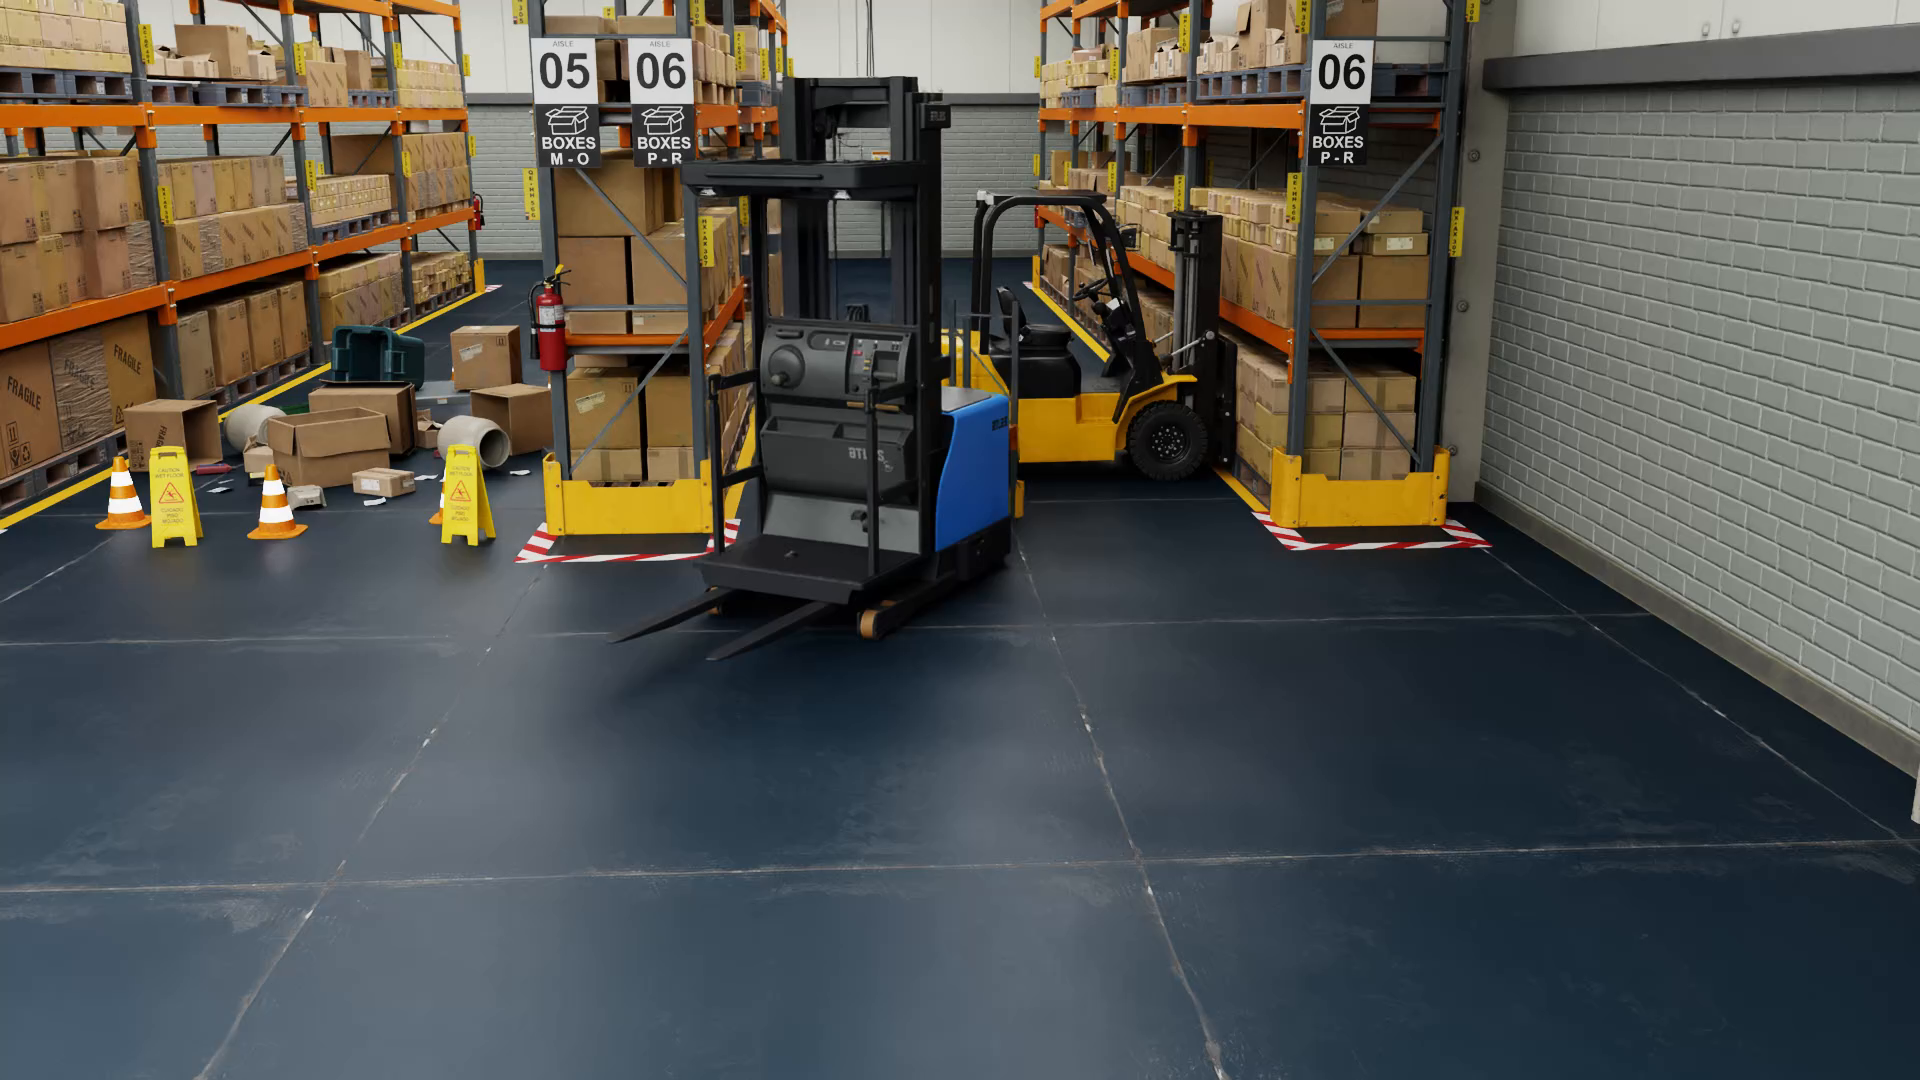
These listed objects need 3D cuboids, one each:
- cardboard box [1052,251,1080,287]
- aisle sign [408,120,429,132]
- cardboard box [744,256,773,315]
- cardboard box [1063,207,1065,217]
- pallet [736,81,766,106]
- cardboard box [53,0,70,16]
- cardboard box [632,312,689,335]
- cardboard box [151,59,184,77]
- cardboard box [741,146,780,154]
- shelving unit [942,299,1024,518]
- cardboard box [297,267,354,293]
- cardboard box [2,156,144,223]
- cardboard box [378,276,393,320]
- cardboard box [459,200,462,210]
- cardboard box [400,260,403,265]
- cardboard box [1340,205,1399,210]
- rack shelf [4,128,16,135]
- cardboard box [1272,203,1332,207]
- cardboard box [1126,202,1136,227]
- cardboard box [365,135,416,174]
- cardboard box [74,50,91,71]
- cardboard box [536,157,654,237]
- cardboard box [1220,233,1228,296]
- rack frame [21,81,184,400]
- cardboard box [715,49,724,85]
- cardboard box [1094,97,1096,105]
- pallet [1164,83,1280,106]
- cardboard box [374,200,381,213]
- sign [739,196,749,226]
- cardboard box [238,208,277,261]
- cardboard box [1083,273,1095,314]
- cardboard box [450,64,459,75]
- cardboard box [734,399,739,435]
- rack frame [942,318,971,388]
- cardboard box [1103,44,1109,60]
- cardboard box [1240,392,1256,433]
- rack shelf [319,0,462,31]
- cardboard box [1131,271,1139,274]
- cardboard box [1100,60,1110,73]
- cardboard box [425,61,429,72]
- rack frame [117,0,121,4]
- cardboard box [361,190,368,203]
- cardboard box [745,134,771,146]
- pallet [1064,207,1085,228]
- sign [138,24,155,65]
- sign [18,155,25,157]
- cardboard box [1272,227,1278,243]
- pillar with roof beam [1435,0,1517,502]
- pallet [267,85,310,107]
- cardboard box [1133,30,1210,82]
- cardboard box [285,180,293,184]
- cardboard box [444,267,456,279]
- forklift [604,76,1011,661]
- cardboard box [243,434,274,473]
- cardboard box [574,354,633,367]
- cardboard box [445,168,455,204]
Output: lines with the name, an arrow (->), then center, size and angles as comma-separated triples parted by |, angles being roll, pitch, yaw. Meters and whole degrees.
cardboard box -> 1.655, -4.066, 24.981 | 0.500, 0.500, 0.500 | -1, 14, -2
aisle sign -> -8.427, -6.666, 25.697 | 0.394, 0.787, 0.004 | -1, 14, -3
cardboard box -> -2.653, -2.853, 19.516 | 0.875, 0.875, 0.875 | -1, 14, -4
cardboard box -> 1.663, -4.660, 23.623 | 0.380, 0.149, 0.250 | -1, 14, -2
pallet -> -2.378, -4.027, 15.017 | 1.213, 0.211, 1.003 | -1, 14, -3
cardboard box -> -6.975, -4.040, 12.549 | 0.380, 0.149, 0.250 | -1, 14, -3
cardboard box -> -2.012, -1.482, 11.270 | 0.380, 0.149, 0.250 | -1, 14, -3
cardboard box -> -7.197, -4.254, 14.979 | 0.250, 0.149, 0.380 | -1, 14, -3
cardboard box -> -2.729, -5.155, 22.835 | 0.500, 0.500, 0.500 | -1, 14, -3
shelving unit -> -0.002, -0.797, 11.116 | 0.587, 1.500, 1.083 | 5, 15, 19
cardboard box -> -7.460, -3.061, 19.573 | 0.500, 0.250, 0.500 | -1, 14, -4
cardboard box -> -7.391, -2.912, 13.857 | 0.875, 0.550, 0.550 | -1, 14, -3
cardboard box -> -7.547, -3.084, 21.165 | 0.500, 0.500, 0.500 | -1, 14, -5
cardboard box -> -7.843, -5.133, 25.459 | 0.380, 0.149, 0.250 | -1, 14, -4
cardboard box -> -8.218, -3.981, 24.162 | 0.380, 0.149, 0.250 | -1, 14, -3
cardboard box -> 2.935, -2.318, 11.916 | 0.380, 0.149, 0.250 | -1, 14, -2
rack shelf -> -12.708, -4.954, 19.685 | 1.077, 0.370, 4.000 | -1, 14, -3
cardboard box -> 2.493, -2.374, 12.135 | 0.380, 0.149, 0.250 | -1, 14, -3
cardboard box -> 2.074, -3.514, 17.961 | 0.500, 0.250, 0.500 | 0, 14, -2
cardboard box -> -7.660, -5.191, 22.379 | 0.500, 0.500, 0.500 | -1, 14, -2
cardboard box -> -6.989, -3.716, 12.889 | 0.380, 0.149, 0.250 | -1, 14, -3
cardboard box -> -2.447, -2.316, 11.204 | 0.700, 0.500, 0.500 | -1, 14, -5
cardboard box -> 2.356, -2.267, 13.617 | 0.500, 0.500, 0.500 | -1, 14, -4
rack frame -> -7.380, -2.409, 14.369 | 1.000, 3.000, 0.127 | -1, 14, -3
cardboard box -> -2.053, -3.550, 12.489 | 0.500, 0.250, 0.500 | -1, 14, -2
cardboard box -> 1.695, -5.994, 22.786 | 0.380, 0.149, 0.250 | -1, 14, -4
pallet -> 2.441, -4.167, 15.567 | 0.805, 0.209, 1.217 | -1, 15, -6
cardboard box -> -7.623, -4.258, 21.217 | 0.380, 0.149, 0.250 | -1, 14, -4
sign -> -1.905, -2.940, 14.696 | 0.100, 0.325, 0.005 | -1, 14, -3
cardboard box -> -7.271, -3.096, 16.839 | 0.500, 0.500, 0.500 | -1, 14, -4
cardboard box -> 1.887, -3.190, 21.580 | 0.500, 0.500, 0.500 | -1, 14, -5
cardboard box -> -7.810, -7.131, 25.198 | 0.380, 0.149, 0.250 | -1, 14, -4
cardboard box -> -2.071, -0.981, 13.493 | 0.500, 0.250, 0.500 | -1, 14, -3
rack frame -> -0.172, -0.676, 10.643 | 0.500, 1.500, 0.032 | 5, 15, 19
cardboard box -> 2.100, -6.430, 22.011 | 0.396, 0.266, 0.258 | -1, 14, -4
cardboard box -> 2.394, -0.948, 12.364 | 0.500, 0.250, 0.500 | -1, 14, -4
rack shelf -> -8.000, -7.451, 23.378 | 1.077, 0.370, 4.000 | -1, 14, -3
cardboard box -> 1.986, -3.209, 20.349 | 0.380, 0.149, 0.250 | 0, 14, -2
cardboard box -> 1.881, -5.641, 19.815 | 0.380, 0.149, 0.250 | -1, 14, -5
cardboard box -> -7.715, -6.682, 23.456 | 0.380, 0.149, 0.250 | -1, 14, -5
rack frame -> -13.080, -8.247, 25.021 | 1.000, 3.000, 0.127 | -1, 14, -3
cardboard box -> -7.588, -4.269, 20.661 | 0.380, 0.149, 0.250 | -2, 15, -6
cardboard box -> -2.792, -5.556, 23.091 | 0.380, 0.149, 0.250 | -1, 14, -4
pallet -> 1.953, -4.284, 22.043 | 1.003, 0.211, 1.213 | -1, 14, -3
sign -> -6.826, -4.159, 13.956 | 0.100, 0.325, 0.005 | -1, 14, -3
sign -> -12.291, -4.880, 21.810 | 0.100, 0.325, 0.005 | -1, 14, -3
cardboard box -> 2.454, -2.166, 11.924 | 0.380, 0.149, 0.250 | -1, 14, -2
pillar with roof beam -> -0.684, -4.619, 10.920 | 9.100, 9.000, 0.400 | -1, 14, -3
pallet -> -7.535, -4.606, 17.266 | 1.213, 0.211, 1.003 | 0, 14, -1
cardboard box -> 2.193, -5.028, 17.284 | 0.700, 0.500, 0.500 | -1, 14, -5
cardboard box -> -8.194, -4.210, 19.837 | 0.380, 0.149, 0.250 | 0, 14, -1
cardboard box -> -7.727, -3.976, 24.739 | 0.380, 0.149, 0.250 | -1, 14, -3
forklift -> -0.788, -1.007, 9.057 | 1.130, 2.935, 3.031 | 7, 16, 25
cardboard box -> -5.435, -0.686, 13.159 | 0.396, 0.266, 0.258 | 2, 15, 6
cardboard box -> -2.598, -1.350, 12.123 | 0.380, 0.149, 0.250 | 0, 14, -2
cardboard box -> -7.771, -5.224, 24.512 | 0.500, 0.500, 0.500 | -1, 14, -3
